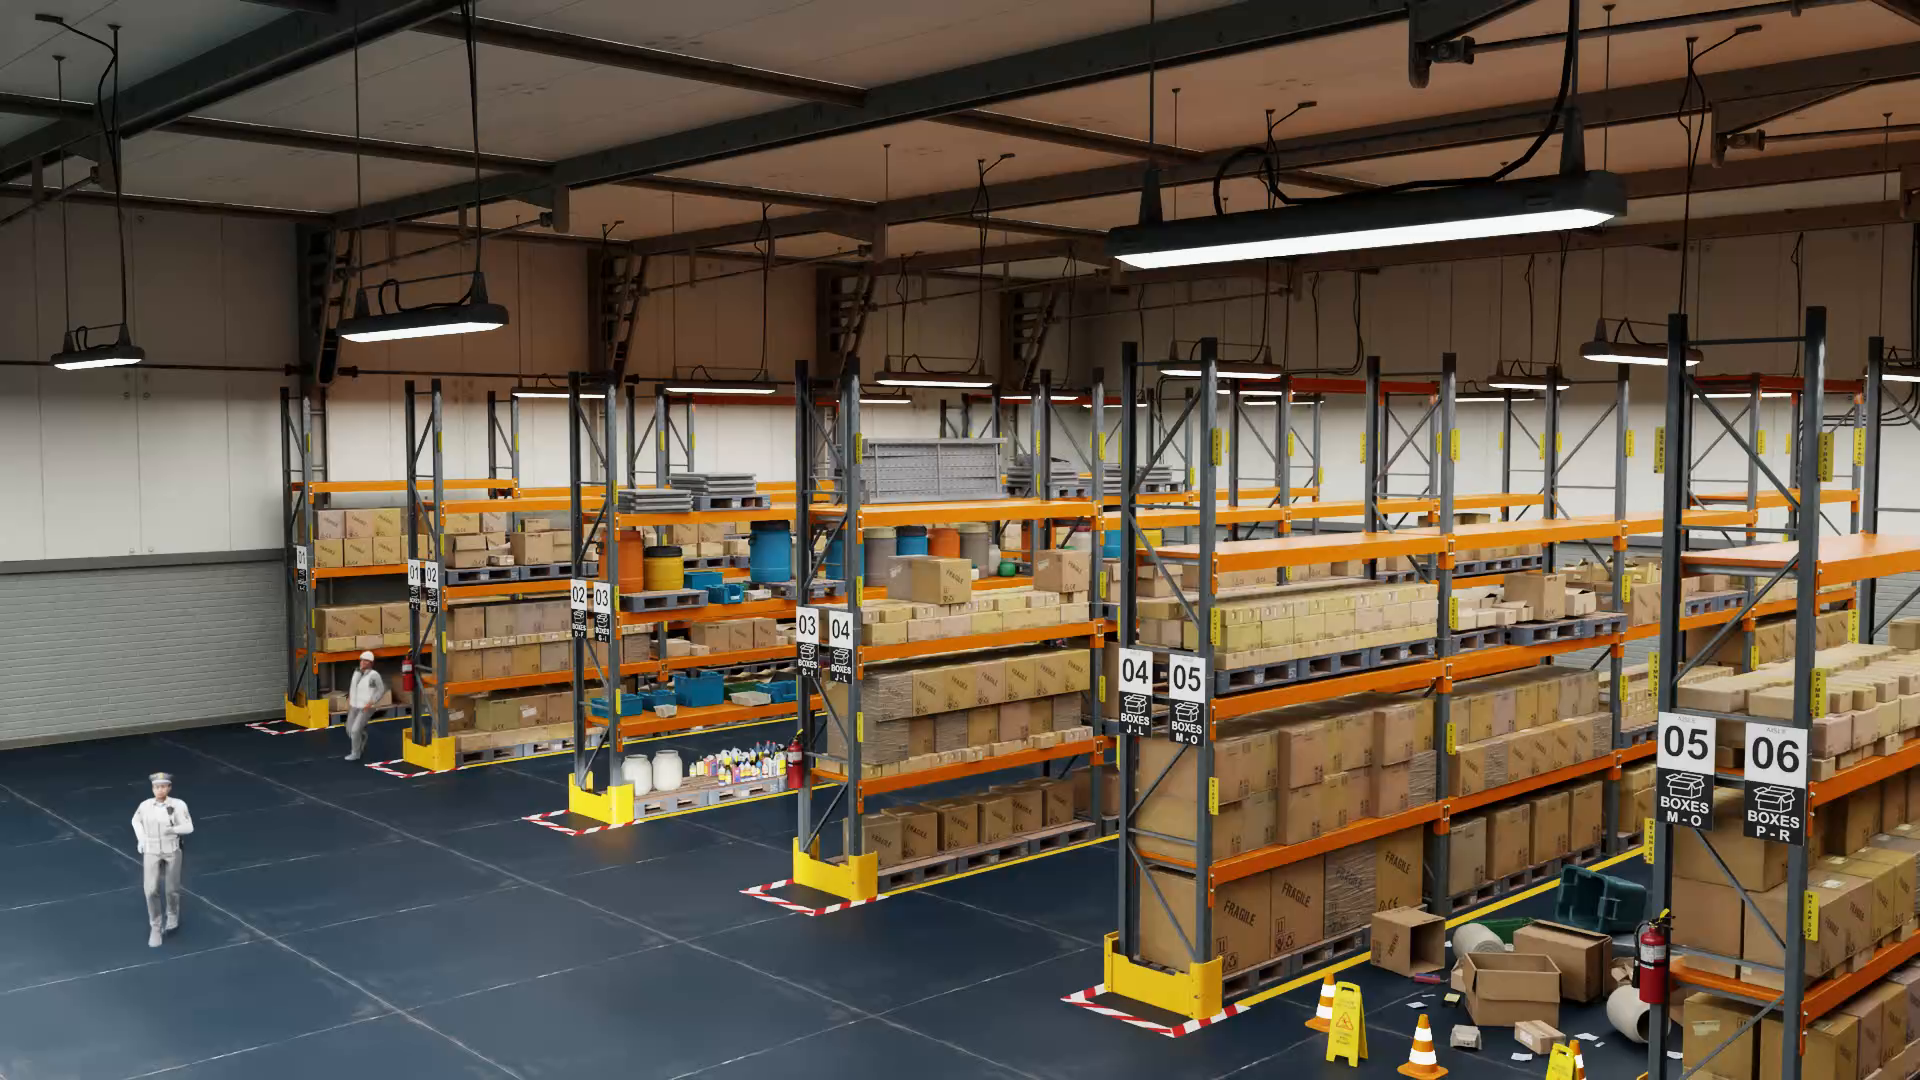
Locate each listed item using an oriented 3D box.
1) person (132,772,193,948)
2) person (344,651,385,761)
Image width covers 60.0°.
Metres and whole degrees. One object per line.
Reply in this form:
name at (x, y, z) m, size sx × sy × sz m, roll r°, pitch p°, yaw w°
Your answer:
person at (-8.138, 3.234, 16.970) m, size 0.593 × 1.752 × 0.695 m, roll -1°, pitch 4°, yaw -20°
person at (-9.432, 2.619, 26.410) m, size 0.701 × 1.716 × 0.619 m, roll 1°, pitch 4°, yaw 19°
